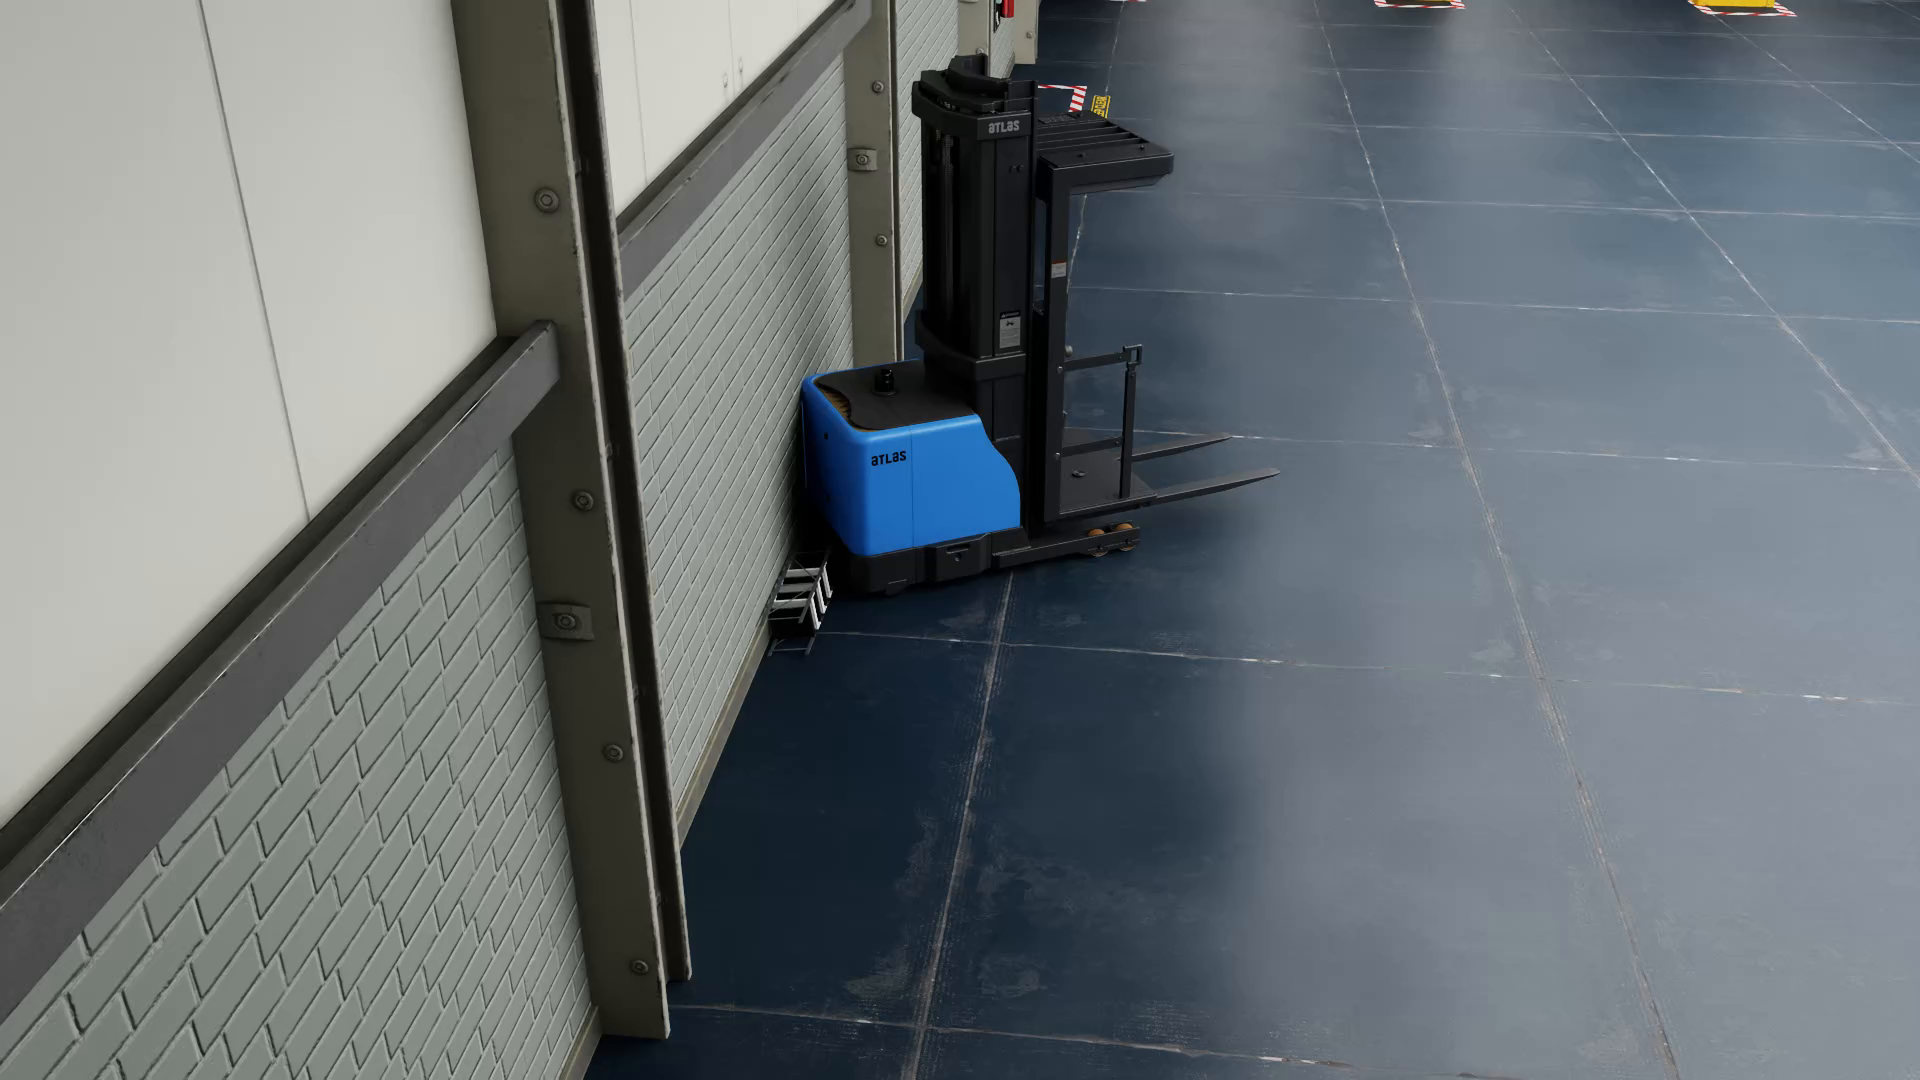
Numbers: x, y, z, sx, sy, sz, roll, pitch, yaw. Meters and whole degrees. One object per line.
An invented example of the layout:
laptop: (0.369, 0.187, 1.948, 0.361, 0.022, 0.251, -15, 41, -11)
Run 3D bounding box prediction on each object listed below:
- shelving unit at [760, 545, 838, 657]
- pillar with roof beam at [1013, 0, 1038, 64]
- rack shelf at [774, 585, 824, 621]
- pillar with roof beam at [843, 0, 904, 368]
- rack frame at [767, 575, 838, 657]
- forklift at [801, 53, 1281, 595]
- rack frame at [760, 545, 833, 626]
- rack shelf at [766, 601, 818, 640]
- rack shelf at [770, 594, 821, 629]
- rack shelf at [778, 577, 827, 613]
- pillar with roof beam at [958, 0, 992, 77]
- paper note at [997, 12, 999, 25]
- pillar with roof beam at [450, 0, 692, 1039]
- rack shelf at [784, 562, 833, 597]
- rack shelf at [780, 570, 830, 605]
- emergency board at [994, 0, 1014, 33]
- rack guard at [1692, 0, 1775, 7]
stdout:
shelving unit: (-0.923, 0.344, 9.641, 0.258, 0.210, 0.900, -4, 27, 10)
pillar with roof beam: (5.155, -10.254, 20.087, 9.100, 9.000, 0.400, 3, 28, 6)
rack shelf: (-0.930, 0.371, 9.592, 0.258, 0.200, 0.077, -4, 27, 10)
pillar with roof beam: (3.685, -4.605, 9.602, 9.100, 9.000, 0.400, 3, 28, 6)
rack frame: (-0.909, 0.434, 9.687, 0.240, 0.006, 0.900, -4, 27, 10)
forklift: (0.581, -1.406, 10.062, 3.031, 2.935, 1.130, -11, 30, -20)
rack frame: (-0.937, 0.255, 9.595, 0.240, 0.006, 0.900, -4, 27, 10)
rack shelf: (-0.952, 0.456, 9.434, 0.258, 0.200, 0.077, -4, 27, 10)
rack shelf: (-0.941, 0.413, 9.513, 0.258, 0.200, 0.077, -4, 27, 10)
rack shelf: (-0.919, 0.329, 9.670, 0.258, 0.200, 0.077, -4, 27, 10)
pillar with roof beam: (4.420, -7.429, 14.845, 9.100, 9.000, 0.400, 3, 28, 6)
paper note: (0.452, -6.235, 19.881, 0.016, 0.148, 0.142, 3, 28, 6)
pillar with roof beam: (2.950, -1.781, 4.360, 9.100, 9.000, 0.400, 3, 28, 6)
rack shelf: (-0.897, 0.244, 9.828, 0.258, 0.200, 0.077, -4, 27, 10)
rack shelf: (-0.908, 0.286, 9.749, 0.258, 0.200, 0.077, -4, 27, 10)
emergency board: (0.542, -6.702, 19.819, 0.194, 1.169, 0.643, 3, 28, 6)
rack guard: (12.186, -8.670, 26.107, 1.175, 0.500, 0.348, 3, 28, 6)
